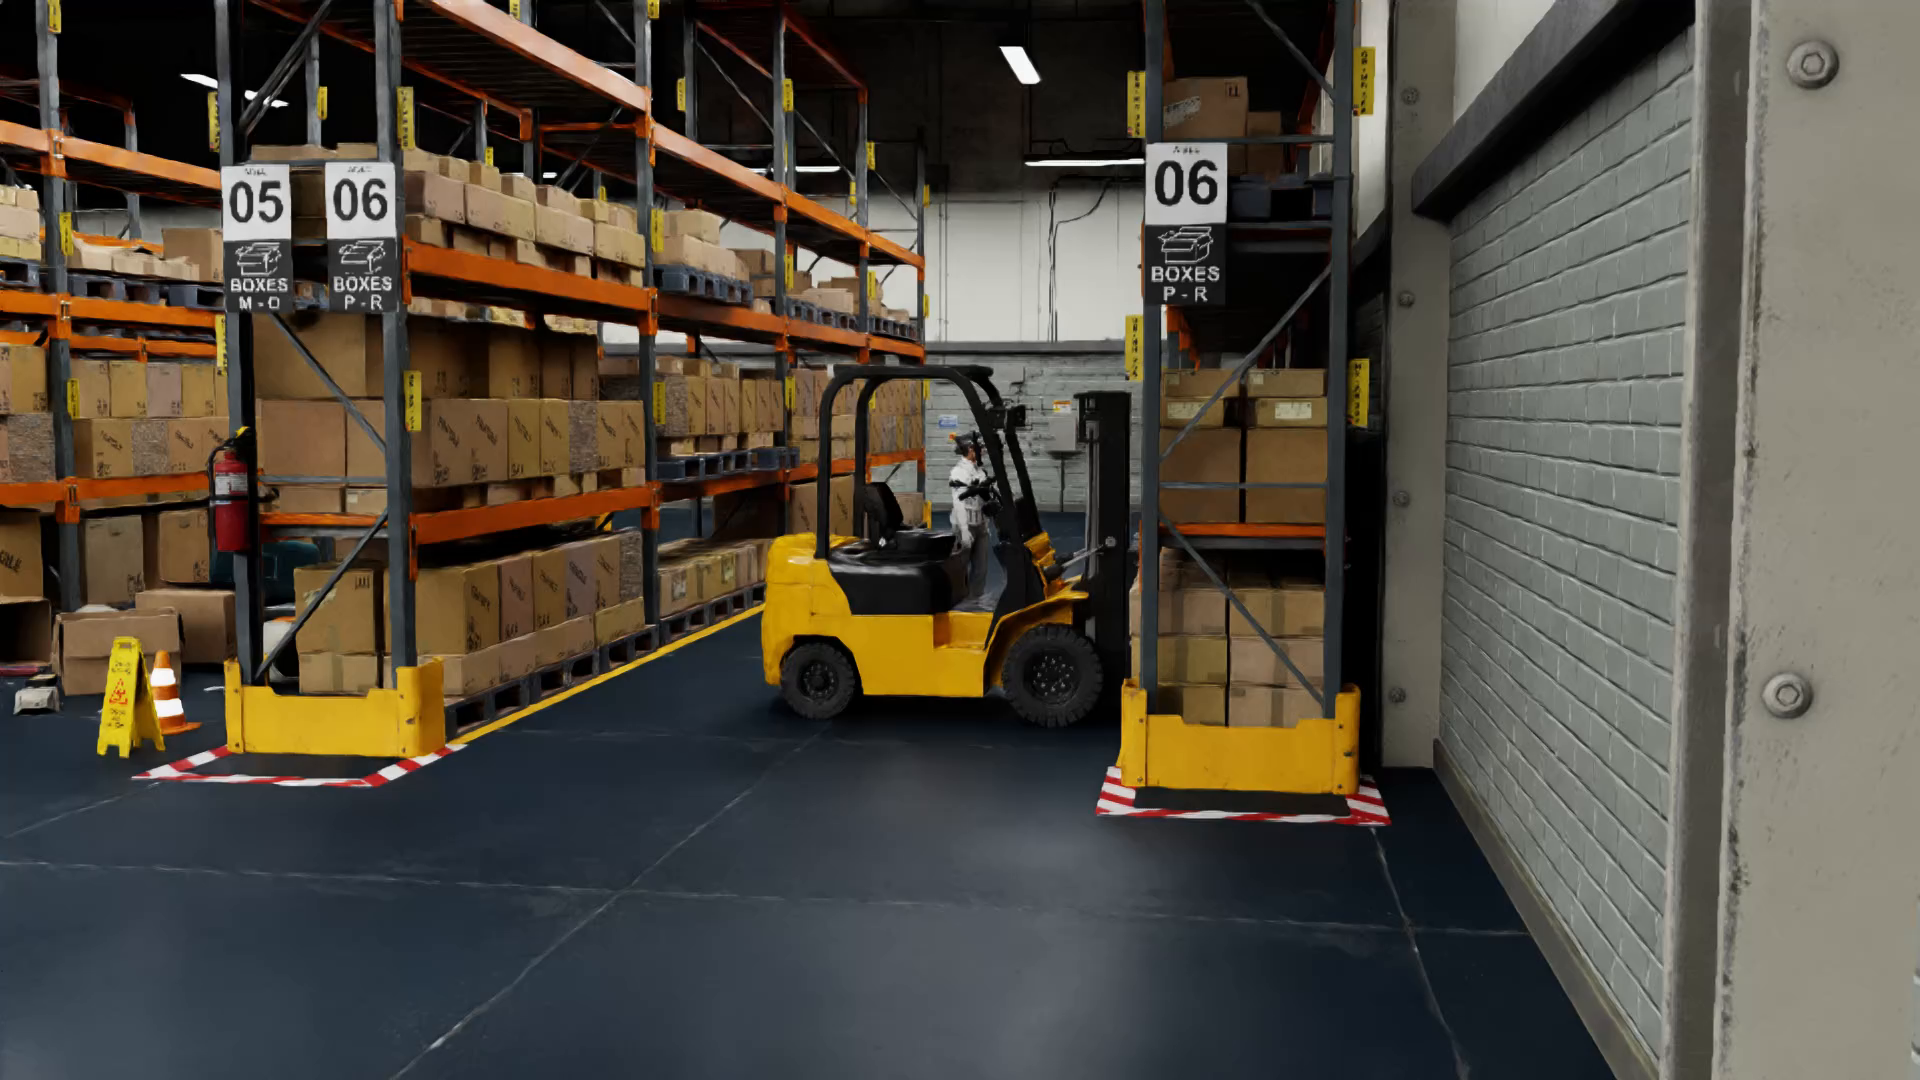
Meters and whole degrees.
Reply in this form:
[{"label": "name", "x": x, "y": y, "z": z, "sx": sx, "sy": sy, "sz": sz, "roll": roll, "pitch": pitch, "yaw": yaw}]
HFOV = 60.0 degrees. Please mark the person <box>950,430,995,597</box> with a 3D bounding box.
[{"label": "person", "x": 0.095, "y": -0.092, "z": 14.195, "sx": 0.355, "sy": 1.691, "sz": 0.561, "roll": 3, "pitch": 5, "yaw": 30}]
